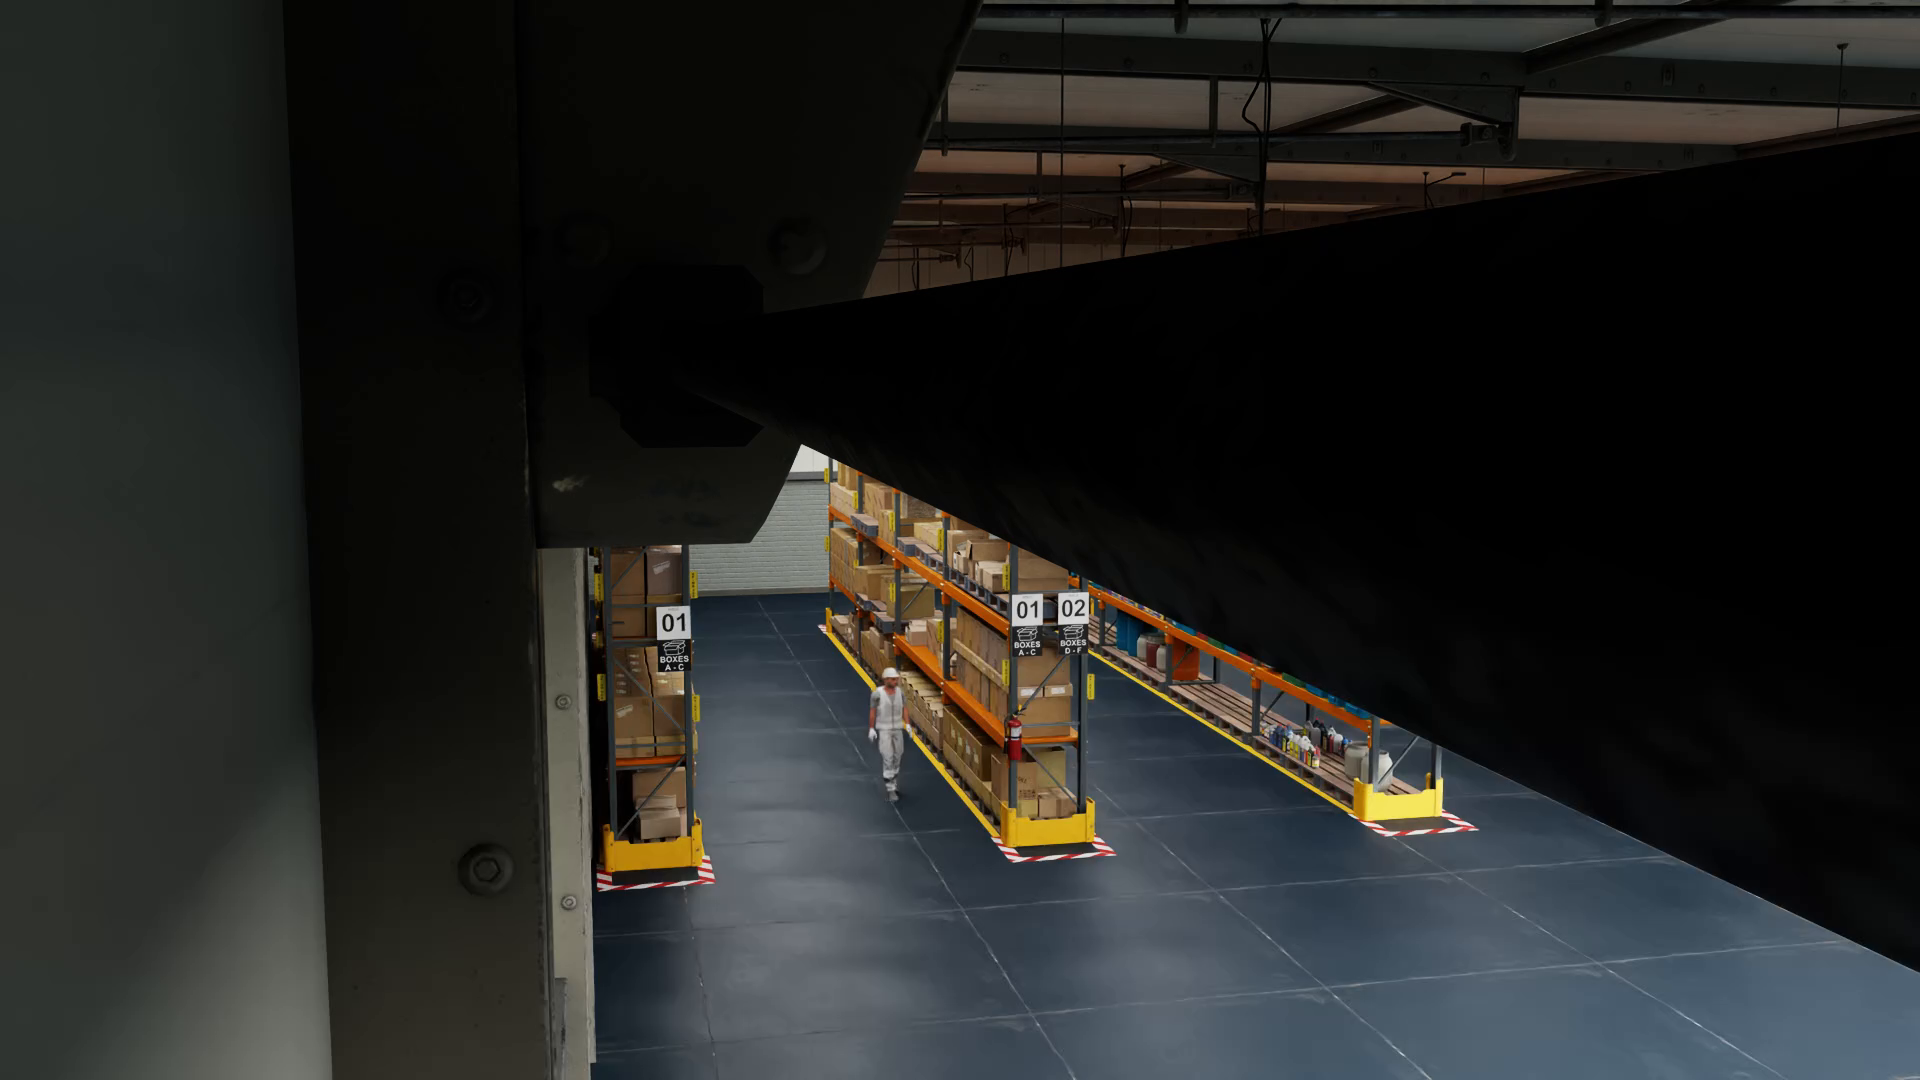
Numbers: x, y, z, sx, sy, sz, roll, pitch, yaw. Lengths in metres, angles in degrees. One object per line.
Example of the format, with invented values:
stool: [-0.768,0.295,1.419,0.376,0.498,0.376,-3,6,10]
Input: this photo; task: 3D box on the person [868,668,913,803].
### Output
person: [-0.926,2.704,23.220,0.577,1.793,0.733,-3,8,-25]
